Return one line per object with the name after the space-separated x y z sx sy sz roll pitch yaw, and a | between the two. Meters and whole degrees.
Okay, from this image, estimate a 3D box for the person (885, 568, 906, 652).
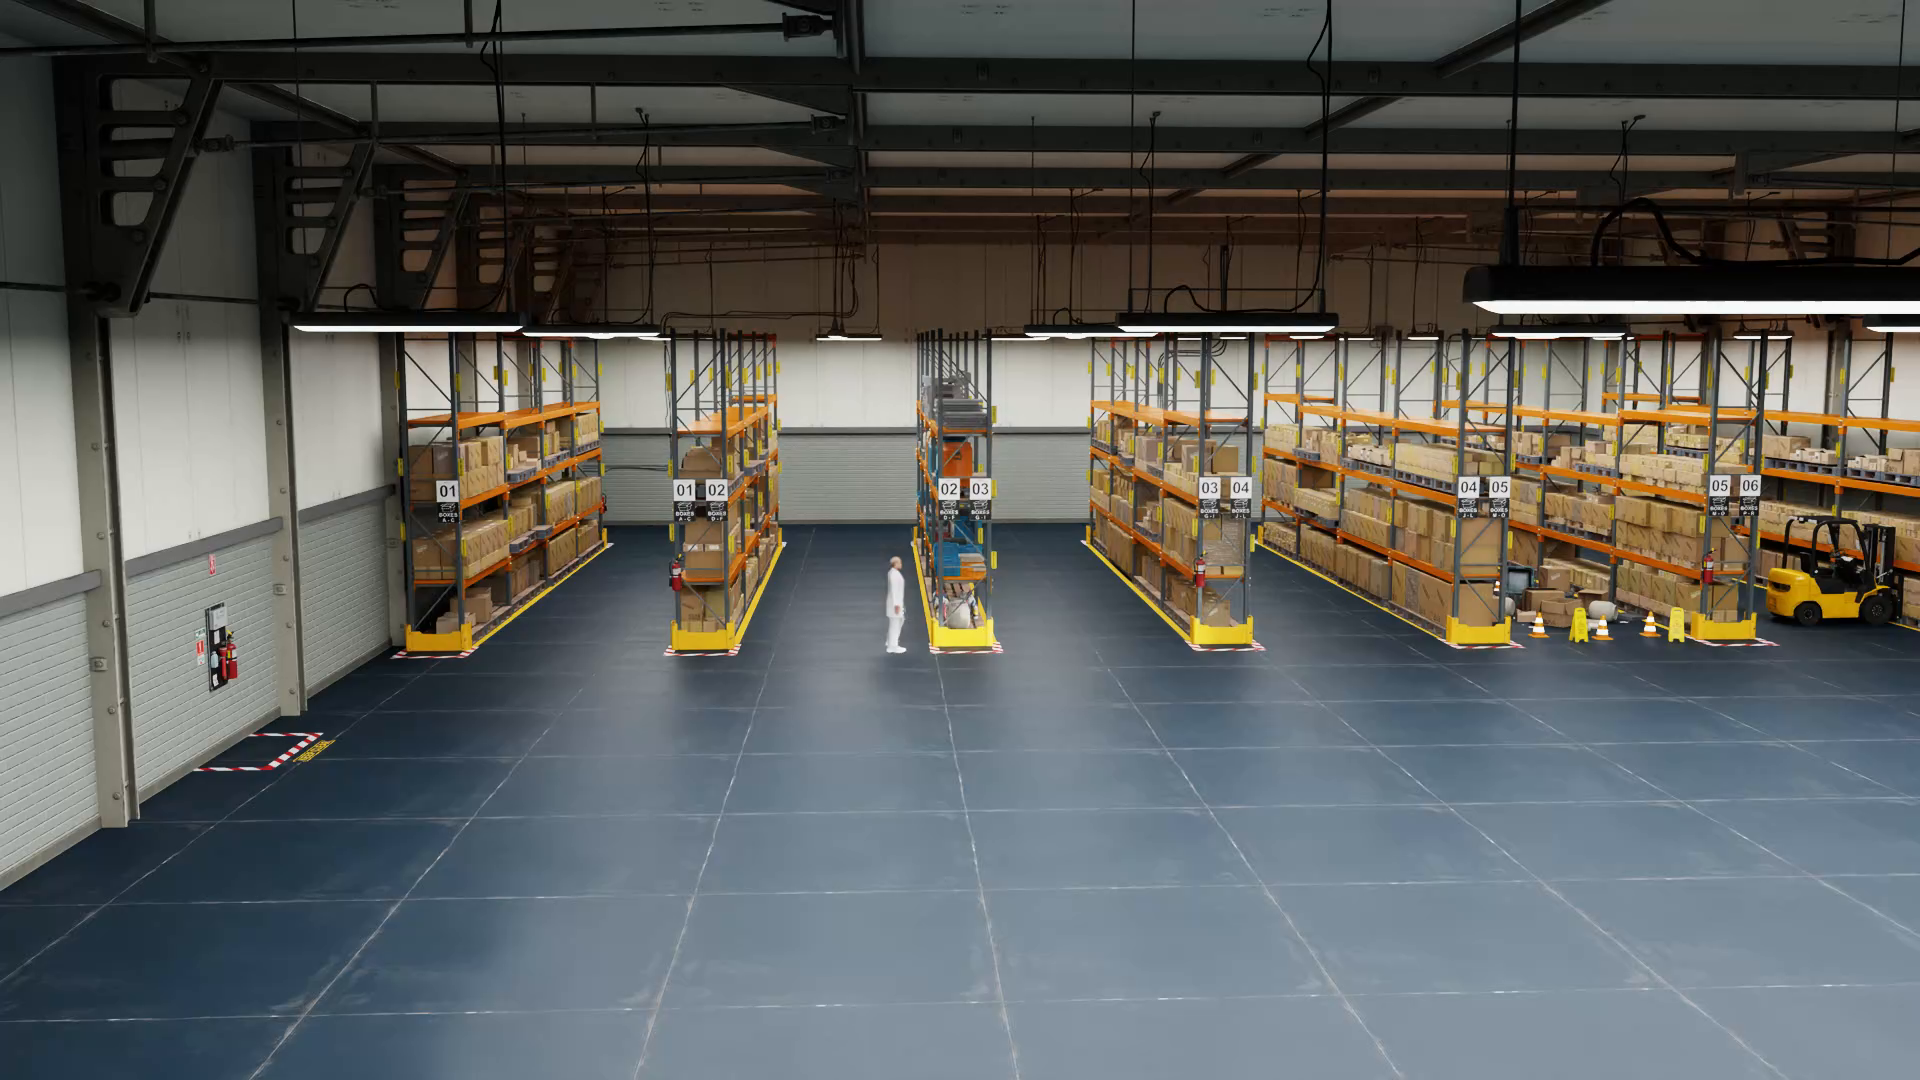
-1.200 1.317 30.970 0.393 1.622 0.684 -1 7 -5 | person

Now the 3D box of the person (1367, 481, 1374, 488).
12.516 -1.049 50.479 0.498 1.513 0.458 -2 7 -13 | person
